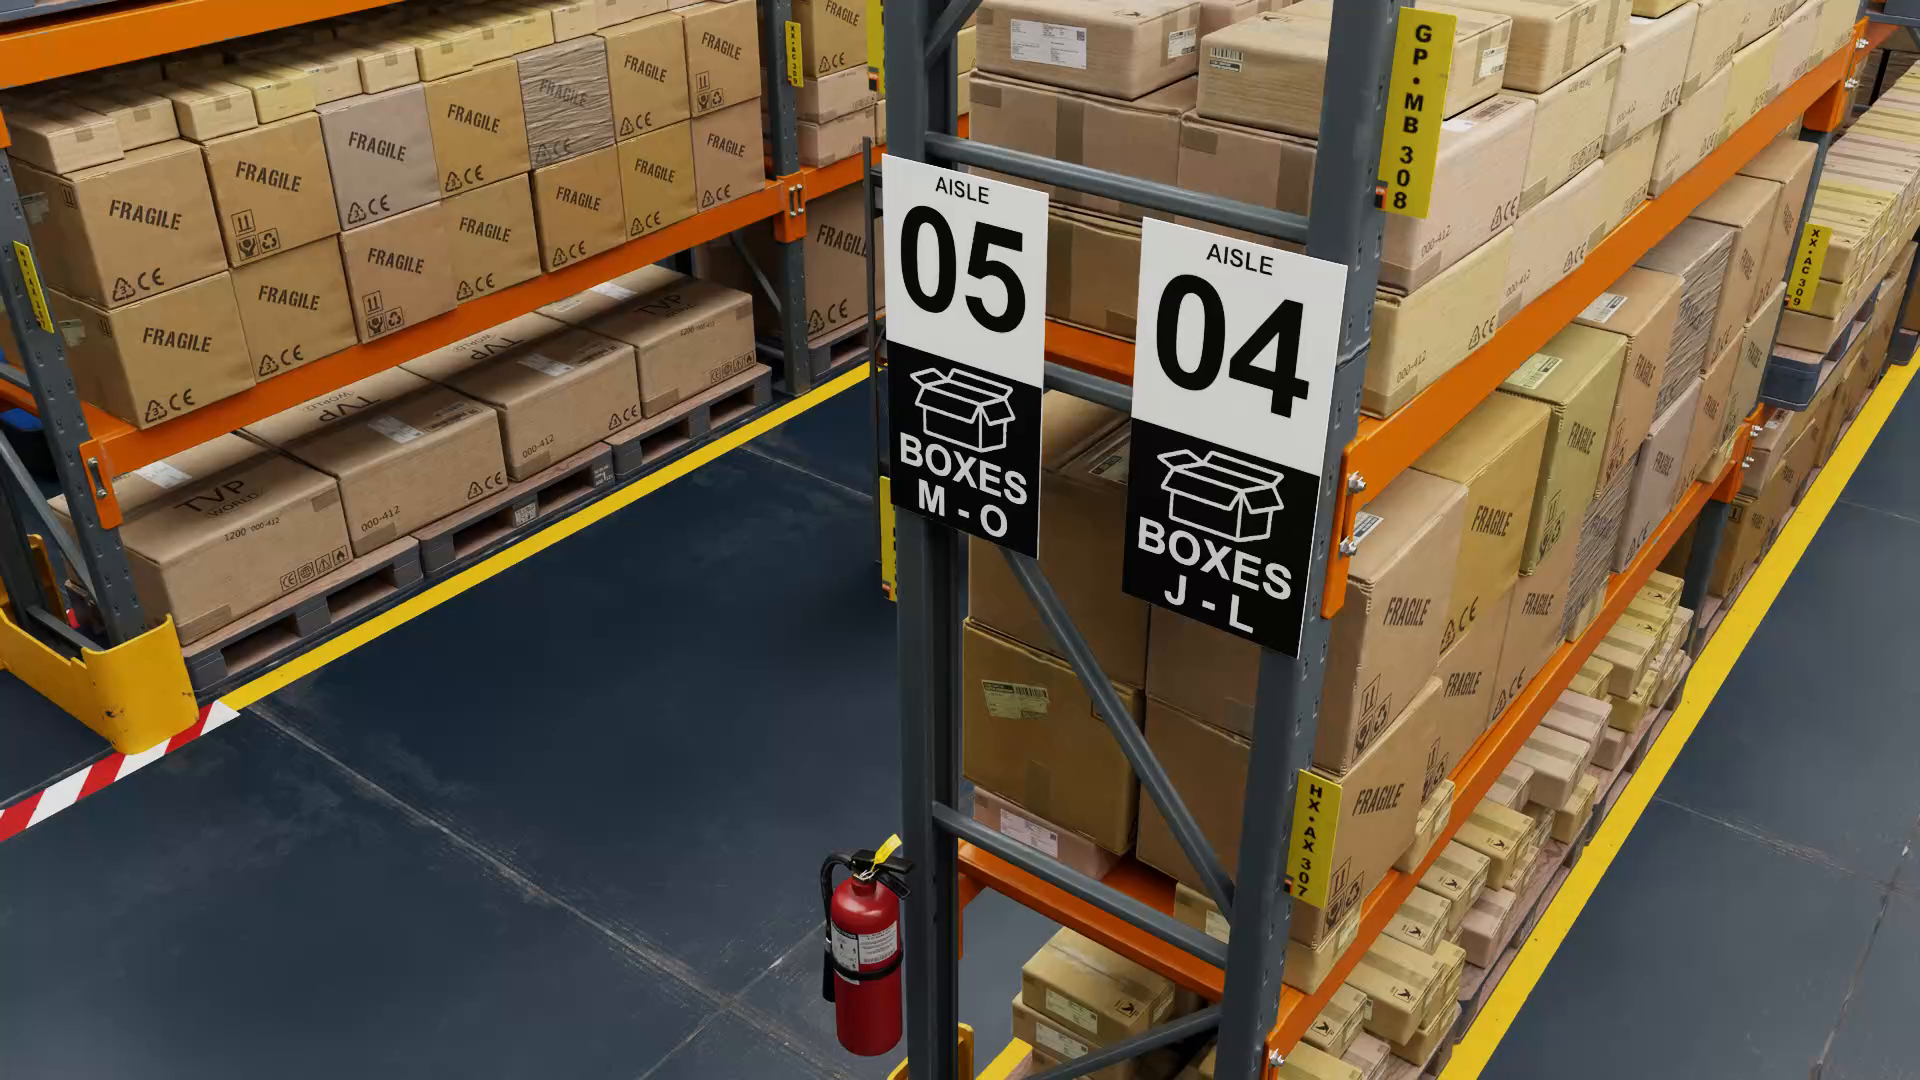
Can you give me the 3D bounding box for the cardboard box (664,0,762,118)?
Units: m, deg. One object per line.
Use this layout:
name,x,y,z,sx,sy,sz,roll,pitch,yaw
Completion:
cardboard box,-1.369,-2.482,8.418,0.500,0.500,0.500,21,36,31

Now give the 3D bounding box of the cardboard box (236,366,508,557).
cardboard box,-2.855,-0.412,8.105,0.875,0.438,0.875,22,37,33

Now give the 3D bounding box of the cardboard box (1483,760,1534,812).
cardboard box,1.729,0.831,5.707,0.380,0.149,0.250,21,37,31

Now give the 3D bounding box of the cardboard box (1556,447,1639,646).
cardboard box,1.691,-0.076,5.046,0.500,0.500,0.500,20,36,30

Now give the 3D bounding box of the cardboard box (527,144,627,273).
cardboard box,-1.979,-1.642,7.981,0.500,0.500,0.500,21,36,31

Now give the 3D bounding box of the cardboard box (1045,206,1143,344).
cardboard box,0.352,-0.670,3.643,0.500,0.250,0.500,20,36,30

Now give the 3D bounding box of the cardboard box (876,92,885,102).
cardboard box,-0.522,-2.749,9.603,0.500,0.250,0.500,22,37,32

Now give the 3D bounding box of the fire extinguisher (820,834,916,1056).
fire extinguisher,-0.232,0.976,4.102,0.296,0.674,0.183,21,37,31

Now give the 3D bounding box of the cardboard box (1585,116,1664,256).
cardboard box,1.385,-0.934,4.088,0.500,0.250,0.500,20,36,30

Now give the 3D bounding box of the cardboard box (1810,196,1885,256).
cardboard box,3.471,-1.266,6.695,0.380,0.149,0.250,22,37,33

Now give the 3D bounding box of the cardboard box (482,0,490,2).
cardboard box,-2.347,-2.583,7.951,0.380,0.149,0.250,20,36,30

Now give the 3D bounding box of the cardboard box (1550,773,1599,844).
cardboard box,2.113,0.927,6.128,0.380,0.149,0.250,21,37,31

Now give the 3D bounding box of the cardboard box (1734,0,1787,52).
cardboard box,1.992,-1.558,4.651,0.500,0.250,0.500,23,38,33

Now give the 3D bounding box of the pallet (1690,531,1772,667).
pallet,3.172,0.079,7.910,1.003,0.211,1.213,21,37,31

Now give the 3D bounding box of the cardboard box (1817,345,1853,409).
cardboard box,3.990,-0.874,8.087,0.500,0.250,0.500,23,37,33

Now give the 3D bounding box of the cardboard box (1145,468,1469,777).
cardboard box,0.771,0.120,3.734,0.500,0.500,0.500,21,36,31

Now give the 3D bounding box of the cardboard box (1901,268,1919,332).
cardboard box,5.557,-1.862,10.245,1.050,0.750,0.750,21,36,31

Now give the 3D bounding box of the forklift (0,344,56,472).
forklift,-4.267,-2.305,9.264,1.130,2.935,3.031,22,37,32

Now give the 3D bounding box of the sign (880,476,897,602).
sign,-0.142,0.009,3.847,0.100,0.325,0.005,21,37,31

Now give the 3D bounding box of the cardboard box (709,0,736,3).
cardboard box,-1.237,-2.815,8.343,0.380,0.149,0.250,20,36,30

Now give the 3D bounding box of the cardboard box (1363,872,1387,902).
cardboard box,0.866,0.783,4.233,0.380,0.149,0.250,23,37,33

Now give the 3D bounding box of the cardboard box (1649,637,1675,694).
cardboard box,2.613,0.454,6.635,0.380,0.149,0.250,19,36,29

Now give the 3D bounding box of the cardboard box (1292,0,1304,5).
cardboard box,0.636,-1.191,3.640,0.380,0.149,0.250,20,36,30

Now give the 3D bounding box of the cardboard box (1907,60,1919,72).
cardboard box,5.033,-2.316,8.467,0.380,0.149,0.250,21,36,31

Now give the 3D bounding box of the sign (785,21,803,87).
sign,-0.861,-2.522,8.637,0.100,0.325,0.005,21,37,31

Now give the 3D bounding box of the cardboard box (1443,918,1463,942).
cardboard box,1.422,1.177,5.414,0.380,0.149,0.250,19,36,29

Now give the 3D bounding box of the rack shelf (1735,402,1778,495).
rack shelf,3.910,-1.307,8.219,1.077,0.370,4.000,21,37,31

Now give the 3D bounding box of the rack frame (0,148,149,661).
rack frame,-3.719,-0.660,6.422,1.000,3.000,0.127,21,37,31

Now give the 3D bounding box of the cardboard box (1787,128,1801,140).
cardboard box,3.889,-1.972,8.177,0.380,0.149,0.250,21,36,31

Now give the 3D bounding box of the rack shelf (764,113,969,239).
rack shelf,-0.097,-2.789,10.720,1.077,0.370,4.000,21,37,31

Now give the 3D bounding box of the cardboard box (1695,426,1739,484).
cardboard box,2.648,-0.369,6.177,0.380,0.149,0.250,20,36,30

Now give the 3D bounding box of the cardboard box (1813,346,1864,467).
cardboard box,4.306,-0.757,8.625,0.500,0.500,0.500,19,36,29

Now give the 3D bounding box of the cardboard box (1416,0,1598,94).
cardboard box,1.055,-1.038,3.383,0.380,0.149,0.250,21,37,31

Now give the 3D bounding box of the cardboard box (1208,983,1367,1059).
cardboard box,0.946,1.355,4.823,0.380,0.149,0.250,22,37,32

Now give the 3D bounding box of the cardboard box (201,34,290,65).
cardboard box,-3.040,-2.035,7.027,0.380,0.149,0.250,21,36,31

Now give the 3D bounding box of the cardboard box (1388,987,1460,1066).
cardboard box,1.339,1.449,5.248,0.380,0.149,0.250,22,37,32

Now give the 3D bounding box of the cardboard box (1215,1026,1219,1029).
cardboard box,0.742,1.373,5.375,0.380,0.149,0.250,21,37,31

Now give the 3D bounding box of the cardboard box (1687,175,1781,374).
cardboard box,2.327,-0.919,5.488,0.500,0.500,0.500,20,36,30

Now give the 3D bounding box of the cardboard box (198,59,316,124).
cardboard box,-2.790,-1.783,6.601,0.380,0.149,0.250,20,36,30

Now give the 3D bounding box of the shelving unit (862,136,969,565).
shelving unit,-0.100,-0.836,7.601,0.431,2.100,0.503,21,37,31

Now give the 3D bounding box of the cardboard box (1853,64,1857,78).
cardboard box,4.524,-2.520,8.811,0.380,0.149,0.250,20,36,30

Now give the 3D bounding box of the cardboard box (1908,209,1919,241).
cardboard box,4.246,-1.529,7.722,0.380,0.149,0.250,19,36,29

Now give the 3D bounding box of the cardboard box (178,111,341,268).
cardboard box,-2.896,-1.453,6.681,0.500,0.500,0.500,20,36,30

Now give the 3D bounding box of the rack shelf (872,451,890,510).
rack shelf,-0.100,-0.222,7.965,0.431,0.518,0.480,21,37,31

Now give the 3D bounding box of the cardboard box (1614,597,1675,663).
cardboard box,2.573,0.327,6.557,0.380,0.149,0.250,22,37,32

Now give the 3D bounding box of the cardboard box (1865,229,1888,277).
cardboard box,3.618,-1.234,6.932,0.380,0.149,0.250,22,37,32

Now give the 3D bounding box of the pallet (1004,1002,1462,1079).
pallet,0.853,1.672,5.222,1.003,0.211,1.213,21,37,31

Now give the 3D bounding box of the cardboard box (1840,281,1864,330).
cardboard box,3.470,-1.009,6.845,0.380,0.149,0.250,22,37,32

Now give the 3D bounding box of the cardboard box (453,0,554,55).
cardboard box,-2.059,-2.315,7.499,0.380,0.149,0.250,20,36,30

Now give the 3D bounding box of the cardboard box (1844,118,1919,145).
cardboard box,4.247,-1.787,7.575,0.380,0.149,0.250,22,37,33
